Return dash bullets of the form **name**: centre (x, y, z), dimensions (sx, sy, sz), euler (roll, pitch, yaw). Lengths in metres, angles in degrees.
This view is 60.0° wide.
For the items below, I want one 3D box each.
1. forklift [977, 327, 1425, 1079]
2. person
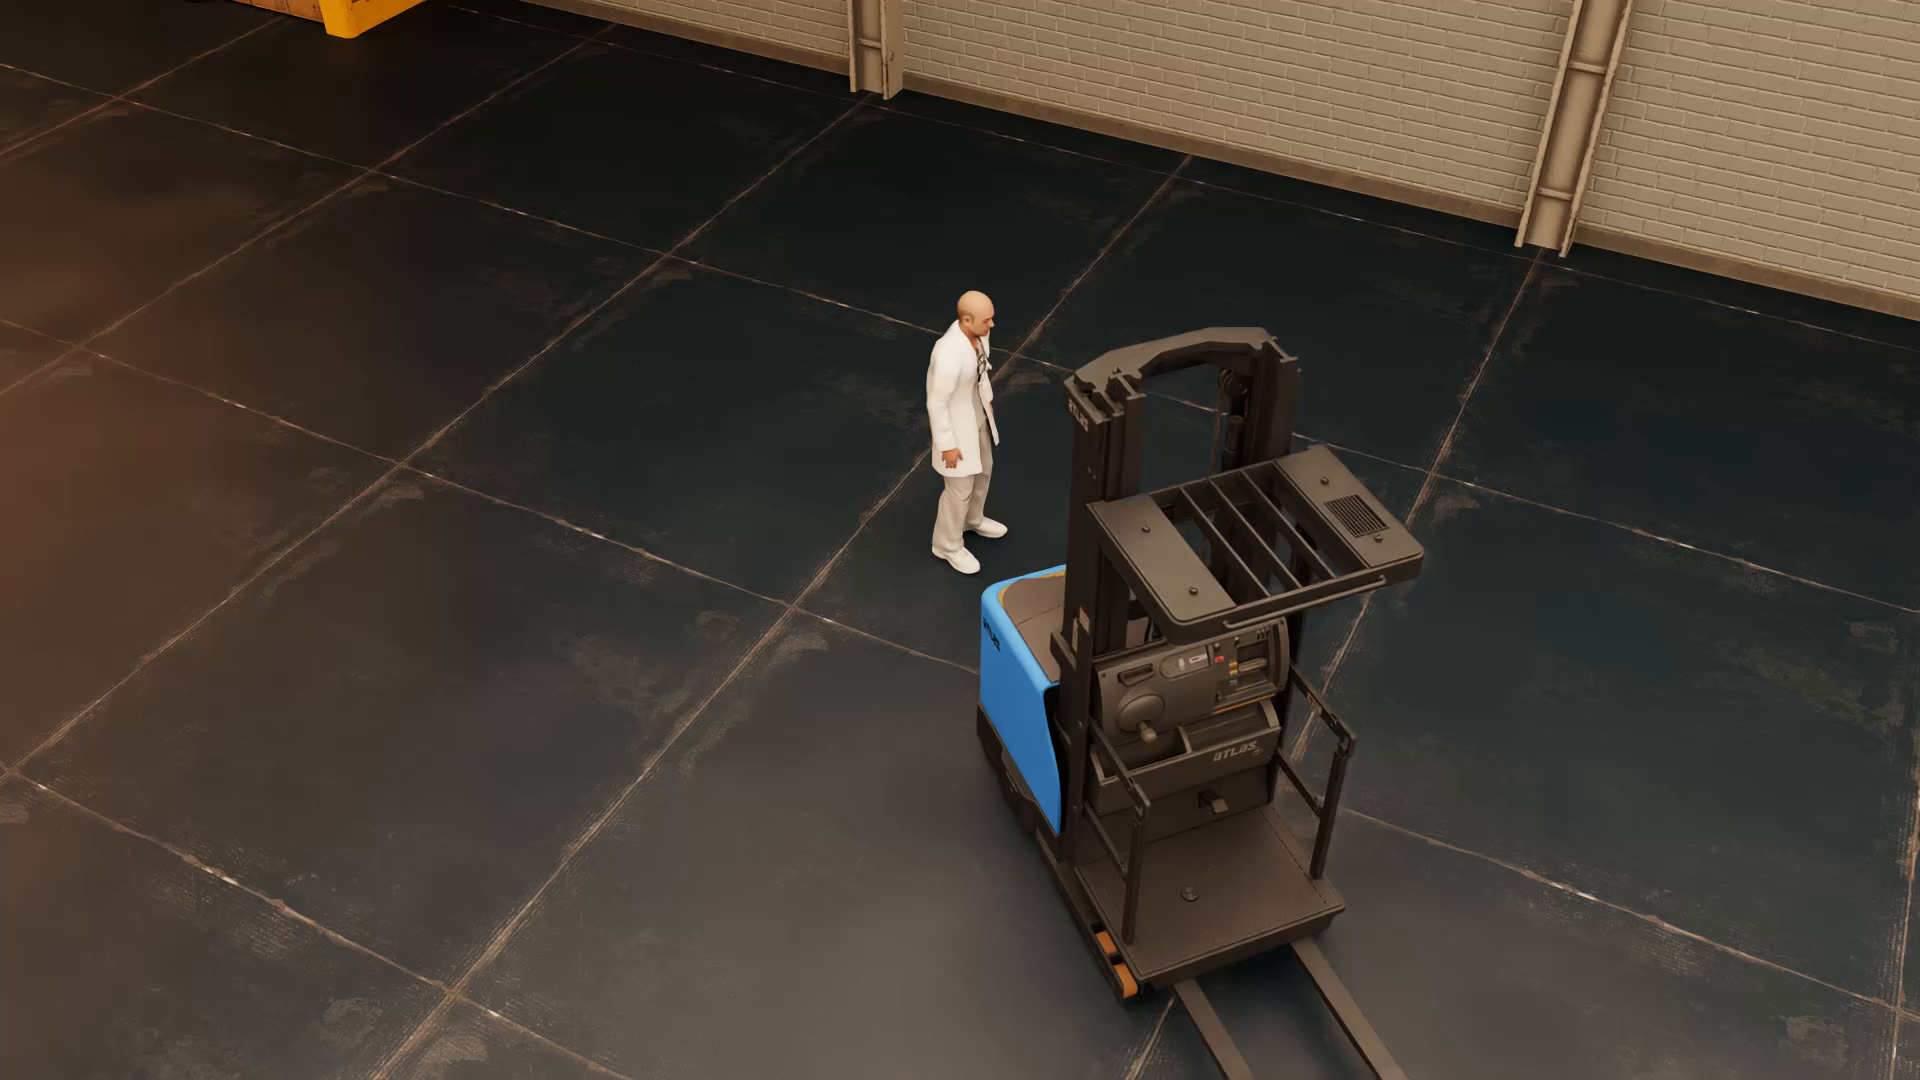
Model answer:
- **forklift**: centre (1.114, 0.694, 7.162), dimensions (1.130, 2.935, 3.031), euler (-15, 42, -17)
- **person**: centre (0.033, -0.674, 9.686), dimensions (0.431, 1.773, 0.644), euler (17, 43, 19)
